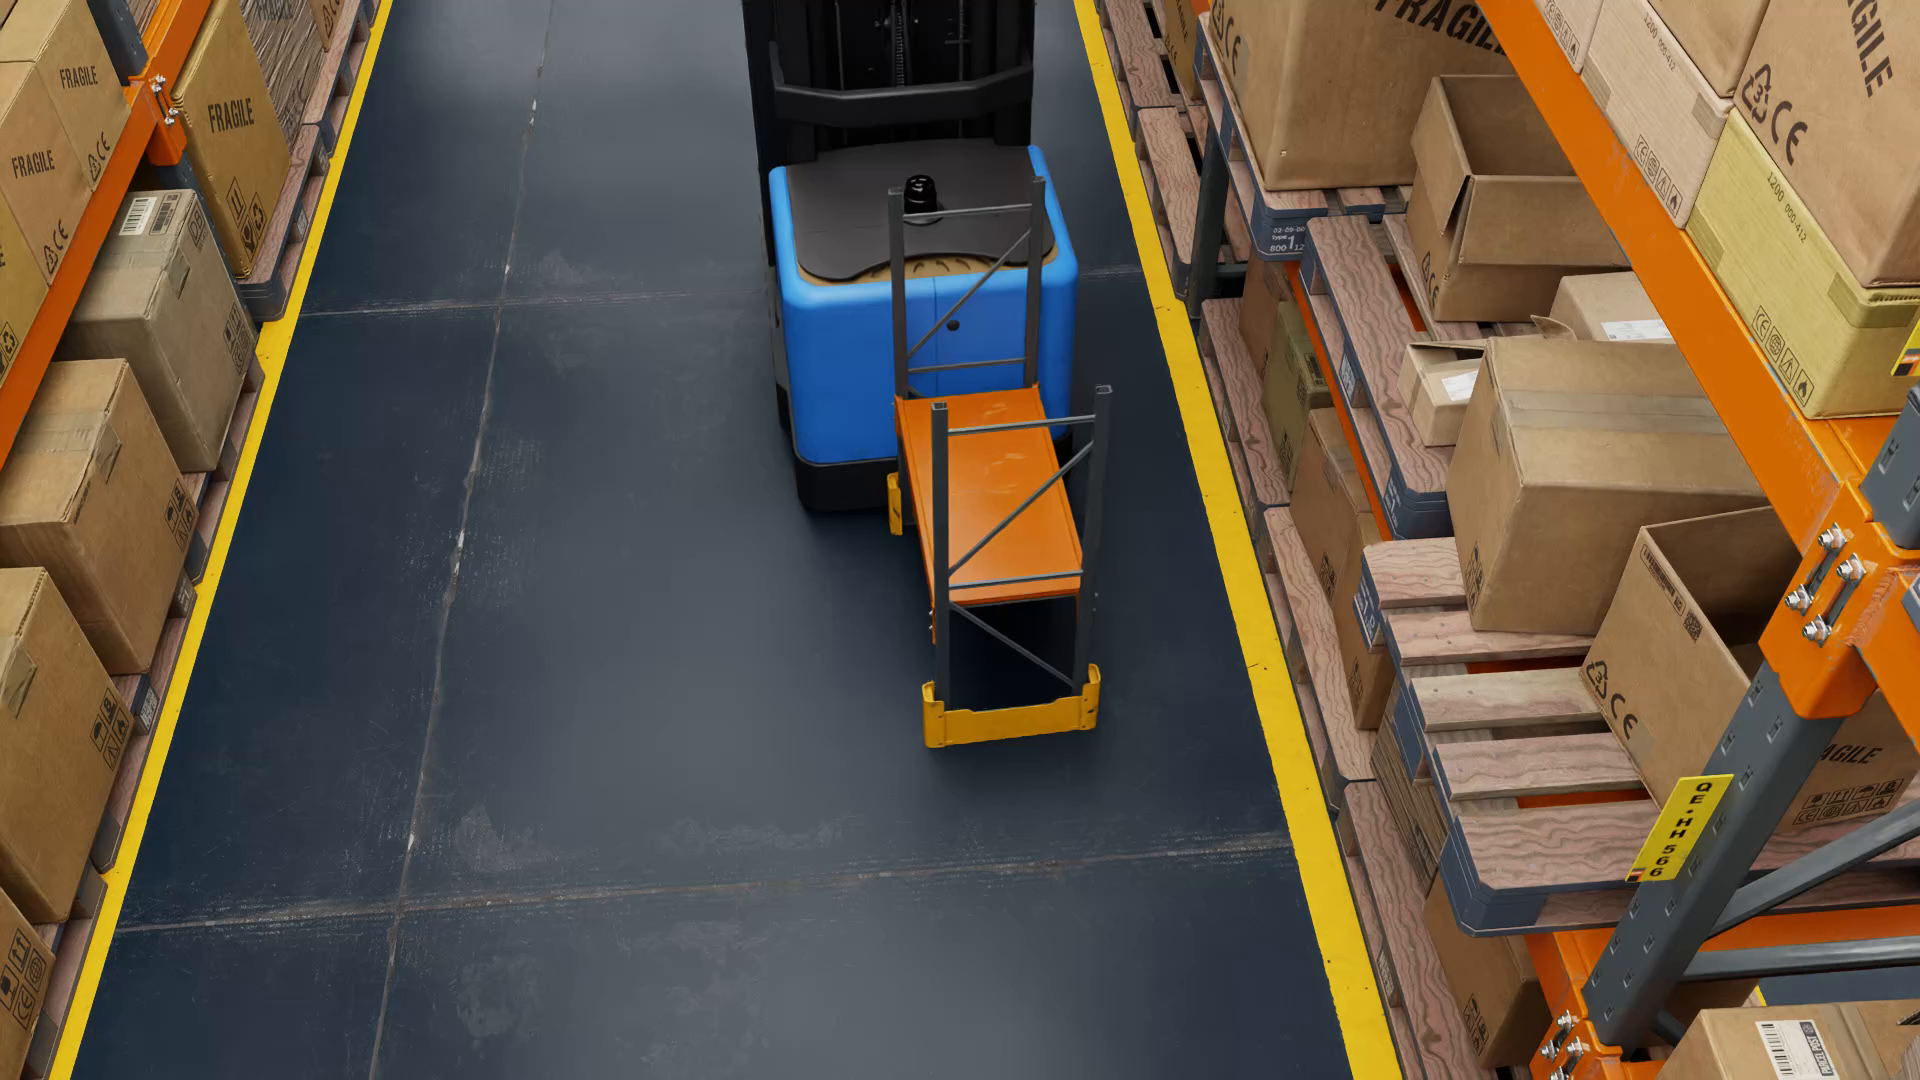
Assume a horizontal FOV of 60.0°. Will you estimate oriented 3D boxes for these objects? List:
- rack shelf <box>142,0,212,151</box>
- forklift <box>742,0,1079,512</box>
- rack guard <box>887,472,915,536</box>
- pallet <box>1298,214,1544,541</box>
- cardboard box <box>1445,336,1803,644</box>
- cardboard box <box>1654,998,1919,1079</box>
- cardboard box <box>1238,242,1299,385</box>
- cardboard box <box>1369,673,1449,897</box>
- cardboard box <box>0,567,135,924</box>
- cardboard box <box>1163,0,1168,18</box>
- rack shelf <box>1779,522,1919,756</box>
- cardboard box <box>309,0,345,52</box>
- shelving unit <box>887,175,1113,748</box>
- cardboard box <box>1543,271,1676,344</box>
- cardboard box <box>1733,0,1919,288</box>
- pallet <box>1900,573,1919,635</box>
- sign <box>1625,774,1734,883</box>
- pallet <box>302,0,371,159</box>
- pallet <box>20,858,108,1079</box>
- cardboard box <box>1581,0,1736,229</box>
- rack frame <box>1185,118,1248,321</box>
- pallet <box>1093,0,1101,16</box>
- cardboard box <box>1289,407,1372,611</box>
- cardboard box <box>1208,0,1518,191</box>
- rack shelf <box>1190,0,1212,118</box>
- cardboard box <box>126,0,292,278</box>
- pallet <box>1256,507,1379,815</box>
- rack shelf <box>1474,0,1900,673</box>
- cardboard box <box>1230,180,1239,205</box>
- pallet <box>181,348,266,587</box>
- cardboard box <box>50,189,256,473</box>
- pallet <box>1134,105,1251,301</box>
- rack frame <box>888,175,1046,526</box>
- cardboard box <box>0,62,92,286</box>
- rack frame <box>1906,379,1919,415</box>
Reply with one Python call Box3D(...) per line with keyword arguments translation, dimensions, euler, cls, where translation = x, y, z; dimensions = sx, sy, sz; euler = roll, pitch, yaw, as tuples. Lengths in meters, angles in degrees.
Box3D(translation=(-3.637, -3.019, 7.538), dimensions=(1.077, 0.370, 4.000), euler=(-3, 47, -3), cls="rack shelf")
Box3D(translation=(-0.300, -2.196, 6.312), dimensions=(1.130, 2.935, 3.031), euler=(-6, 47, -6), cls="forklift")
Box3D(translation=(0.025, -0.161, 6.230), dimensions=(0.587, 0.250, 0.087), euler=(-6, 47, -6), cls="rack guard")
Box3D(translation=(1.610, -0.517, 4.806), dimensions=(1.003, 0.211, 1.213), euler=(-3, 47, -3), cls="pallet")
Box3D(translation=(1.585, -0.118, 3.938), dimensions=(0.700, 0.500, 0.500), euler=(3, 47, 3), cls="cardboard box")
Box3D(translation=(1.586, 1.181, 2.997), dimensions=(0.500, 0.500, 0.500), euler=(-2, 47, -2), cls="cardboard box")
Box3D(translation=(1.512, -0.893, 6.449), dimensions=(0.700, 0.500, 0.500), euler=(-7, 47, -6), cls="cardboard box")
Box3D(translation=(1.681, 0.671, 4.967), dimensions=(0.700, 0.500, 0.500), euler=(-7, 47, -7), cls="cardboard box")
Box3D(translation=(-3.172, 0.626, 4.851), dimensions=(1.050, 0.750, 0.750), euler=(-3, 47, -3), cls="cardboard box")
Box3D(translation=(1.300, -2.889, 8.352), dimensions=(0.500, 0.500, 0.500), euler=(0, 47, 0), cls="cardboard box")
Box3D(translation=(1.984, 1.510, 1.184), dimensions=(1.077, 0.370, 4.000), euler=(-3, 47, -3), cls="rack shelf")
Box3D(translation=(-3.606, -3.004, 8.203), dimensions=(0.875, 0.875, 0.875), euler=(-4, 47, -4), cls="cardboard box")
Box3D(translation=(0.098, -0.233, 5.438), dimensions=(0.587, 1.500, 1.083), euler=(-6, 47, -6), cls="shelving unit")
Box3D(translation=(1.906, -0.473, 4.446), dimensions=(0.500, 0.250, 0.500), euler=(-5, 47, -4), cls="cardboard box")
Box3D(translation=(1.527, -0.721, 2.388), dimensions=(0.500, 0.500, 0.500), euler=(-2, 47, -2), cls="cardboard box")
Box3D(translation=(1.923, 0.343, 1.923), dimensions=(1.213, 0.211, 1.003), euler=(-2, 47, -1), cls="pallet")
Box3D(translation=(1.277, 0.516, 2.953), dimensions=(0.100, 0.325, 0.005), euler=(-3, 47, -3), cls="sign")
Box3D(translation=(-3.560, -2.300, 8.283), dimensions=(1.003, 0.211, 1.213), euler=(-3, 47, -3), cls="pallet")
Box3D(translation=(-3.125, 1.459, 4.723), dimensions=(1.003, 0.211, 1.213), euler=(-3, 47, -3), cls="pallet")
Box3D(translation=(1.477, -0.820, 2.998), dimensions=(0.500, 0.250, 0.500), euler=(-4, 47, -3), cls="cardboard box")
Box3D(translation=(1.482, -2.047, 6.123), dimensions=(1.000, 3.000, 0.127), euler=(-3, 47, -3), cls="rack frame")
Box3D(translation=(1.186, -3.338, 9.266), dimensions=(1.003, 0.211, 1.213), euler=(-3, 47, -3), cls="pallet")
Box3D(translation=(1.580, -0.142, 5.738), dimensions=(0.700, 0.500, 0.500), euler=(-7, 47, -7), cls="cardboard box")
Box3D(translation=(1.409, -1.815, 5.200), dimensions=(1.000, 1.000, 1.000), euler=(-3, 47, -3), cls="cardboard box")
Box3D(translation=(1.314, -3.247, 7.755), dimensions=(1.077, 0.370, 4.000), euler=(-3, 47, -3), cls="rack shelf")
Box3D(translation=(-3.452, -1.692, 6.961), dimensions=(0.875, 0.875, 0.875), euler=(-3, 47, -3), cls="cardboard box")
Box3D(translation=(1.654, 0.360, 5.764), dimensions=(1.003, 0.211, 1.213), euler=(-3, 47, -3), cls="pallet")
Box3D(translation=(1.649, -1.384, 3.925), dimensions=(1.077, 0.370, 4.000), euler=(-3, 47, -3), cls="rack shelf")
Box3D(translation=(1.488, -1.624, 7.154), dimensions=(0.500, 0.500, 0.500), euler=(-5, 47, -5), cls="cardboard box")
Box3D(translation=(-3.330, -0.306, 6.395), dimensions=(1.003, 0.211, 1.213), euler=(-3, 47, -3), cls="pallet")
Box3D(translation=(-3.328, -0.746, 6.151), dimensions=(1.050, 0.750, 0.750), euler=(-4, 47, -3), cls="cardboard box")
Box3D(translation=(1.390, -1.572, 7.594), dimensions=(1.003, 0.211, 1.213), euler=(-3, 47, -3), cls="pallet")
Box3D(translation=(0.022, -0.605, 5.790), dimensions=(0.500, 1.500, 0.032), euler=(-6, 47, -6), cls="rack frame")
Box3D(translation=(-3.117, -1.126, 5.182), dimensions=(0.500, 0.500, 0.500), euler=(-4, 47, -4), cls="cardboard box")
Box3D(translation=(1.817, -1.216, 1.204), dimensions=(1.000, 3.000, 0.127), euler=(-3, 47, -3), cls="rack frame")
